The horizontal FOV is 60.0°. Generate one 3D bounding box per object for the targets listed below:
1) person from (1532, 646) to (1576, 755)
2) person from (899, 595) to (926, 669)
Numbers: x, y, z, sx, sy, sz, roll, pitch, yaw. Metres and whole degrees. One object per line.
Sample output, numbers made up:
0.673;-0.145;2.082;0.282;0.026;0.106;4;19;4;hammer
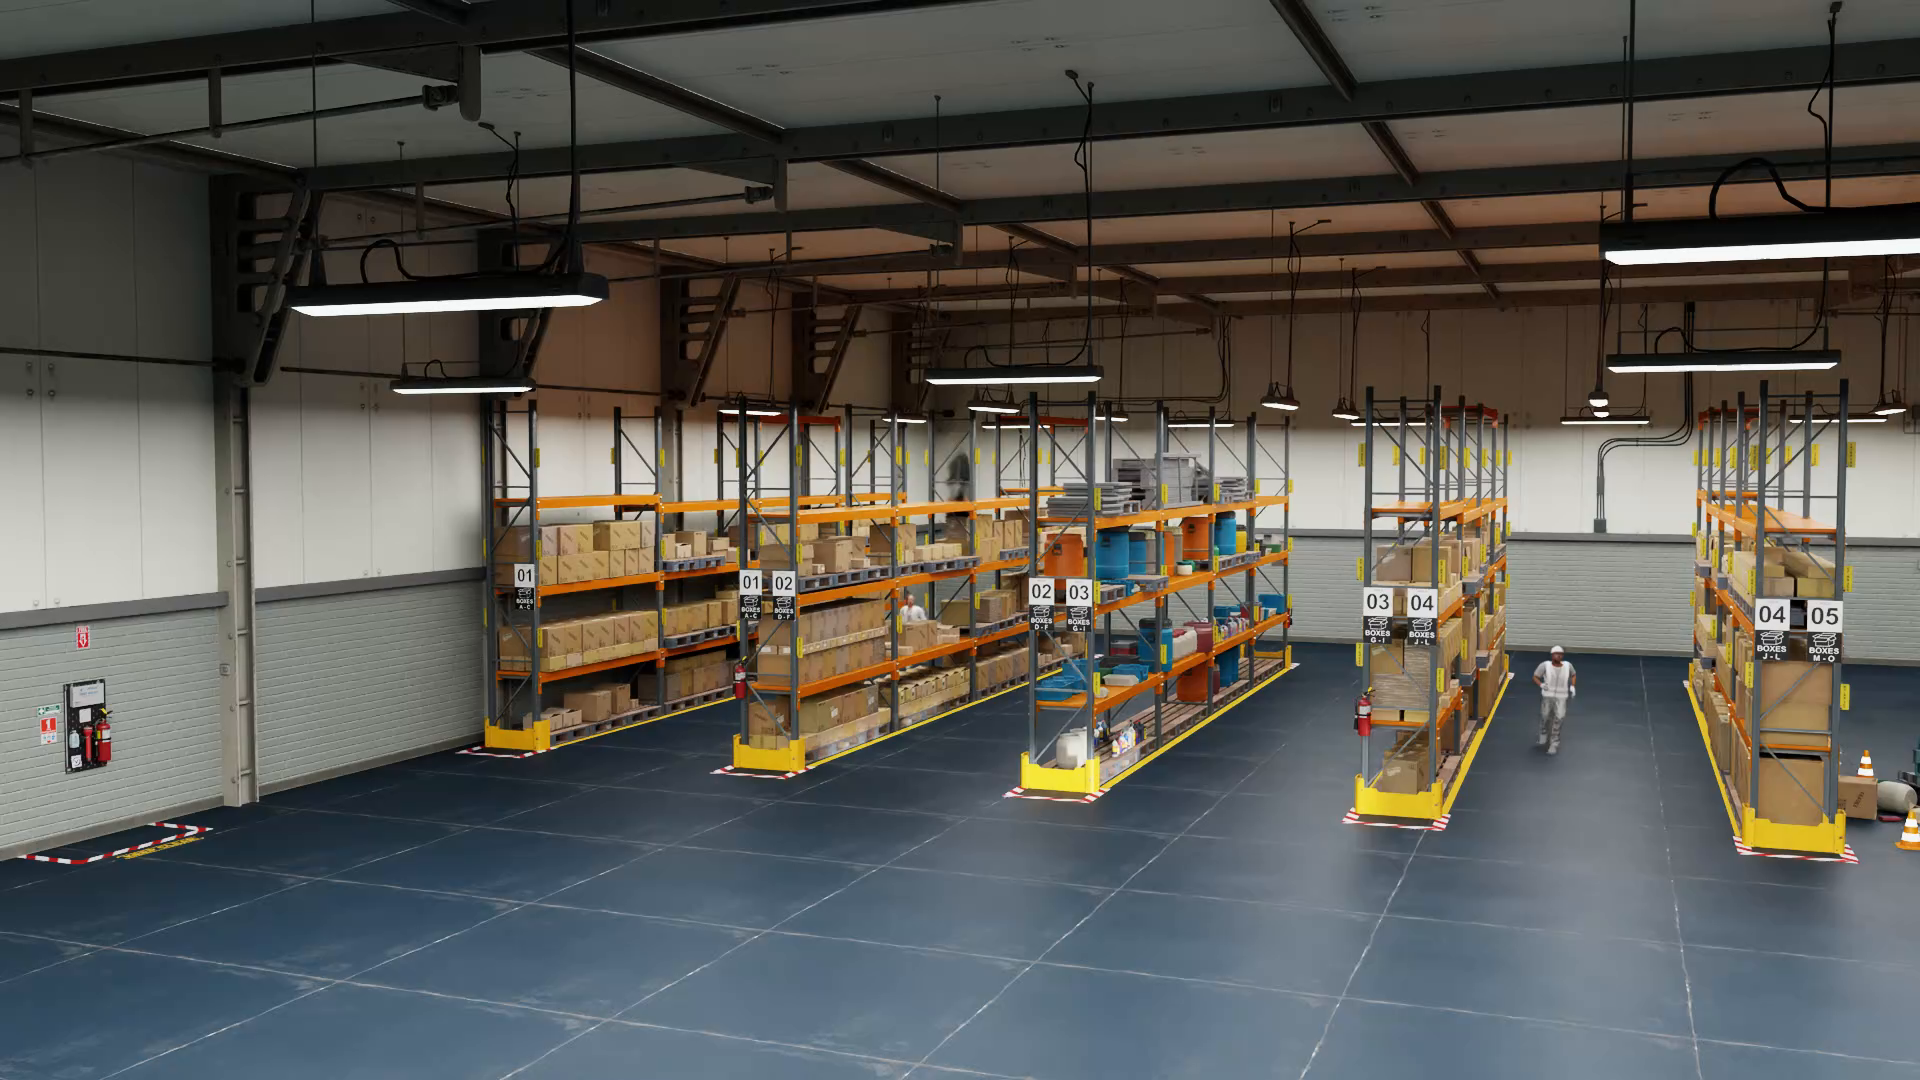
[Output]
10.149;2.702;28.389;0.720;1.795;0.947;1;3;16;person
-1.167;2.190;39.658;0.712;1.744;0.719;1;3;15;person
